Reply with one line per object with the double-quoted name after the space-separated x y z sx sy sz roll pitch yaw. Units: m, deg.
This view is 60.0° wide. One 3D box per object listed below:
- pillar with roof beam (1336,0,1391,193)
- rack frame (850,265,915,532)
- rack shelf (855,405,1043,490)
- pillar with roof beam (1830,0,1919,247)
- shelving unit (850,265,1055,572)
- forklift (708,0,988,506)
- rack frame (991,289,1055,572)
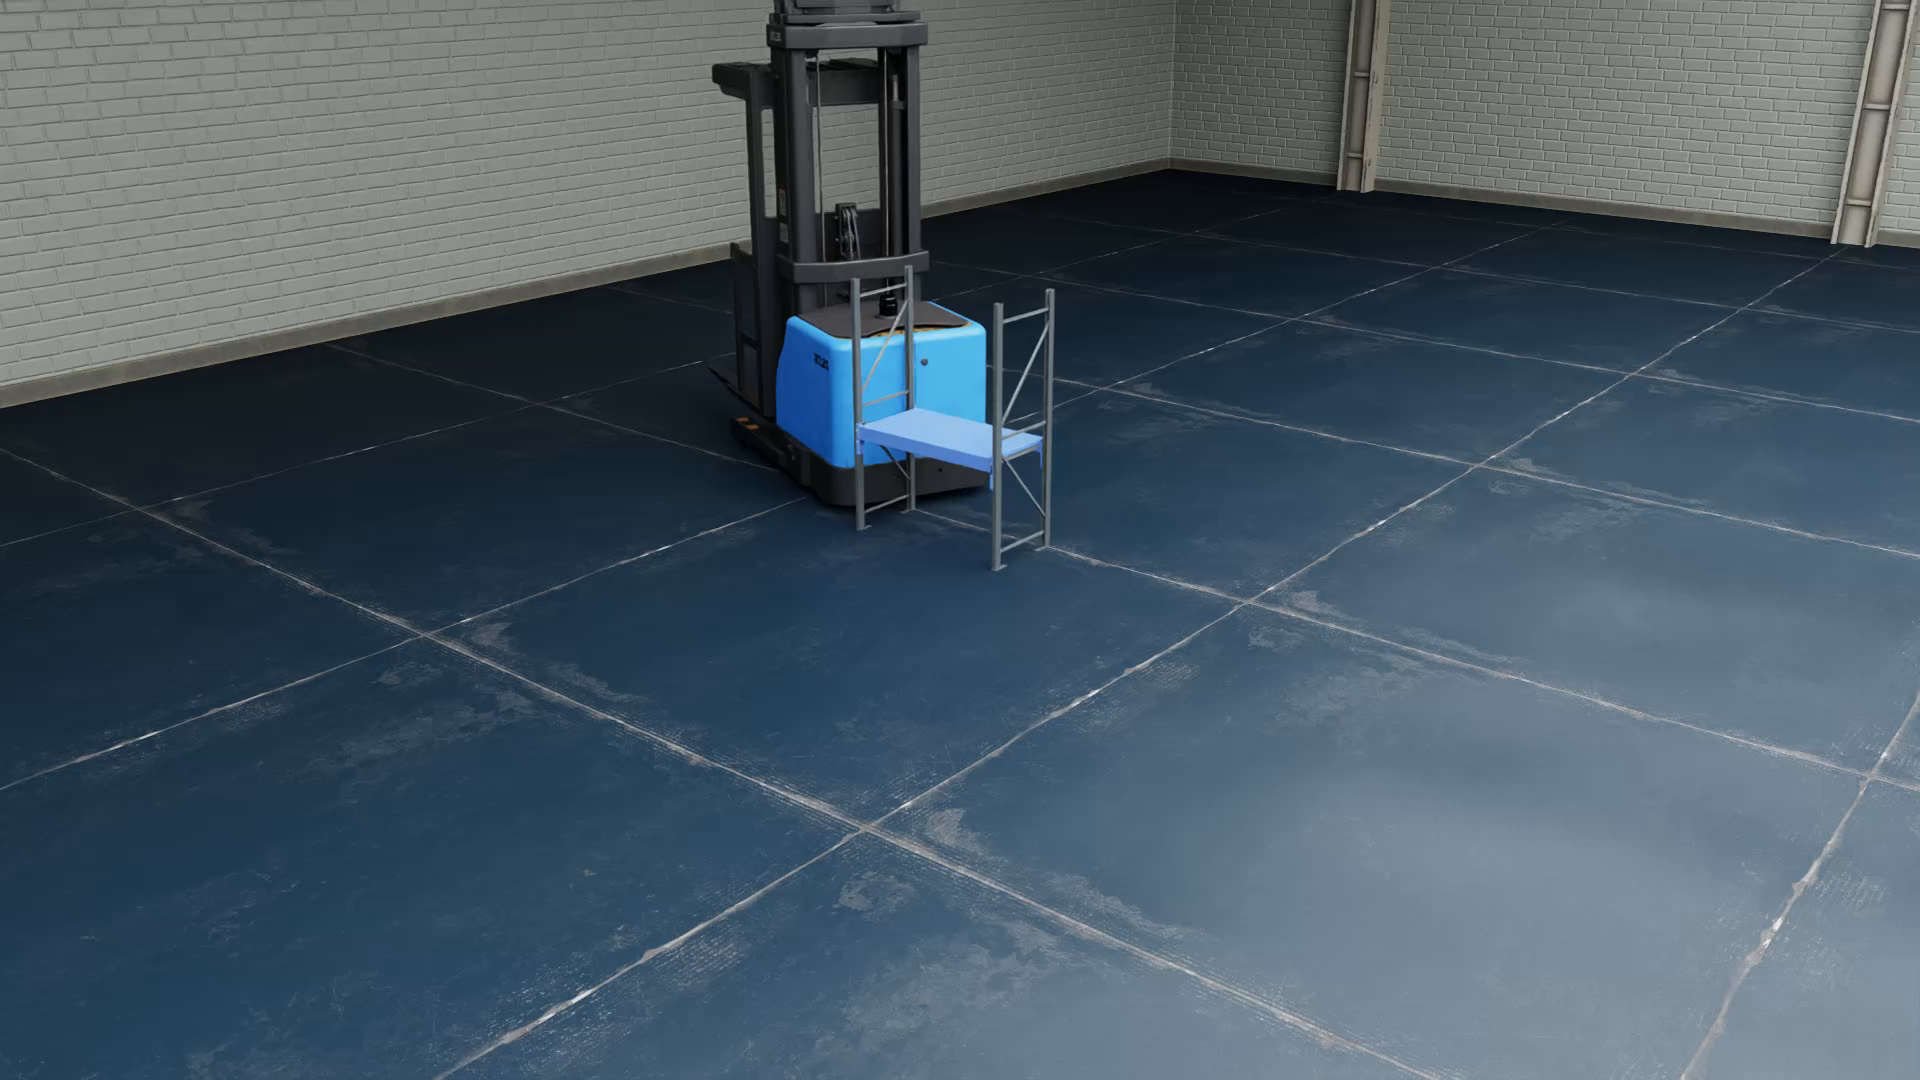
2.484 -7.646 17.190 0.400 9.000 9.100 16 26 36 "pillar with roof beam"
-0.443 -0.822 9.722 0.032 1.500 0.500 16 26 36 "rack frame"
-0.049 -0.540 9.484 1.000 0.185 0.538 16 26 36 "rack shelf"
7.133 -6.307 13.640 0.400 9.000 9.100 16 26 36 "pillar with roof beam"
-0.049 -0.708 9.421 1.048 1.500 0.538 16 26 36 "shelving unit"
-0.930 -2.054 10.962 1.130 2.935 3.031 -10 23 -24 "forklift"
0.344 -0.595 9.120 0.032 1.500 0.500 16 26 36 "rack frame"
